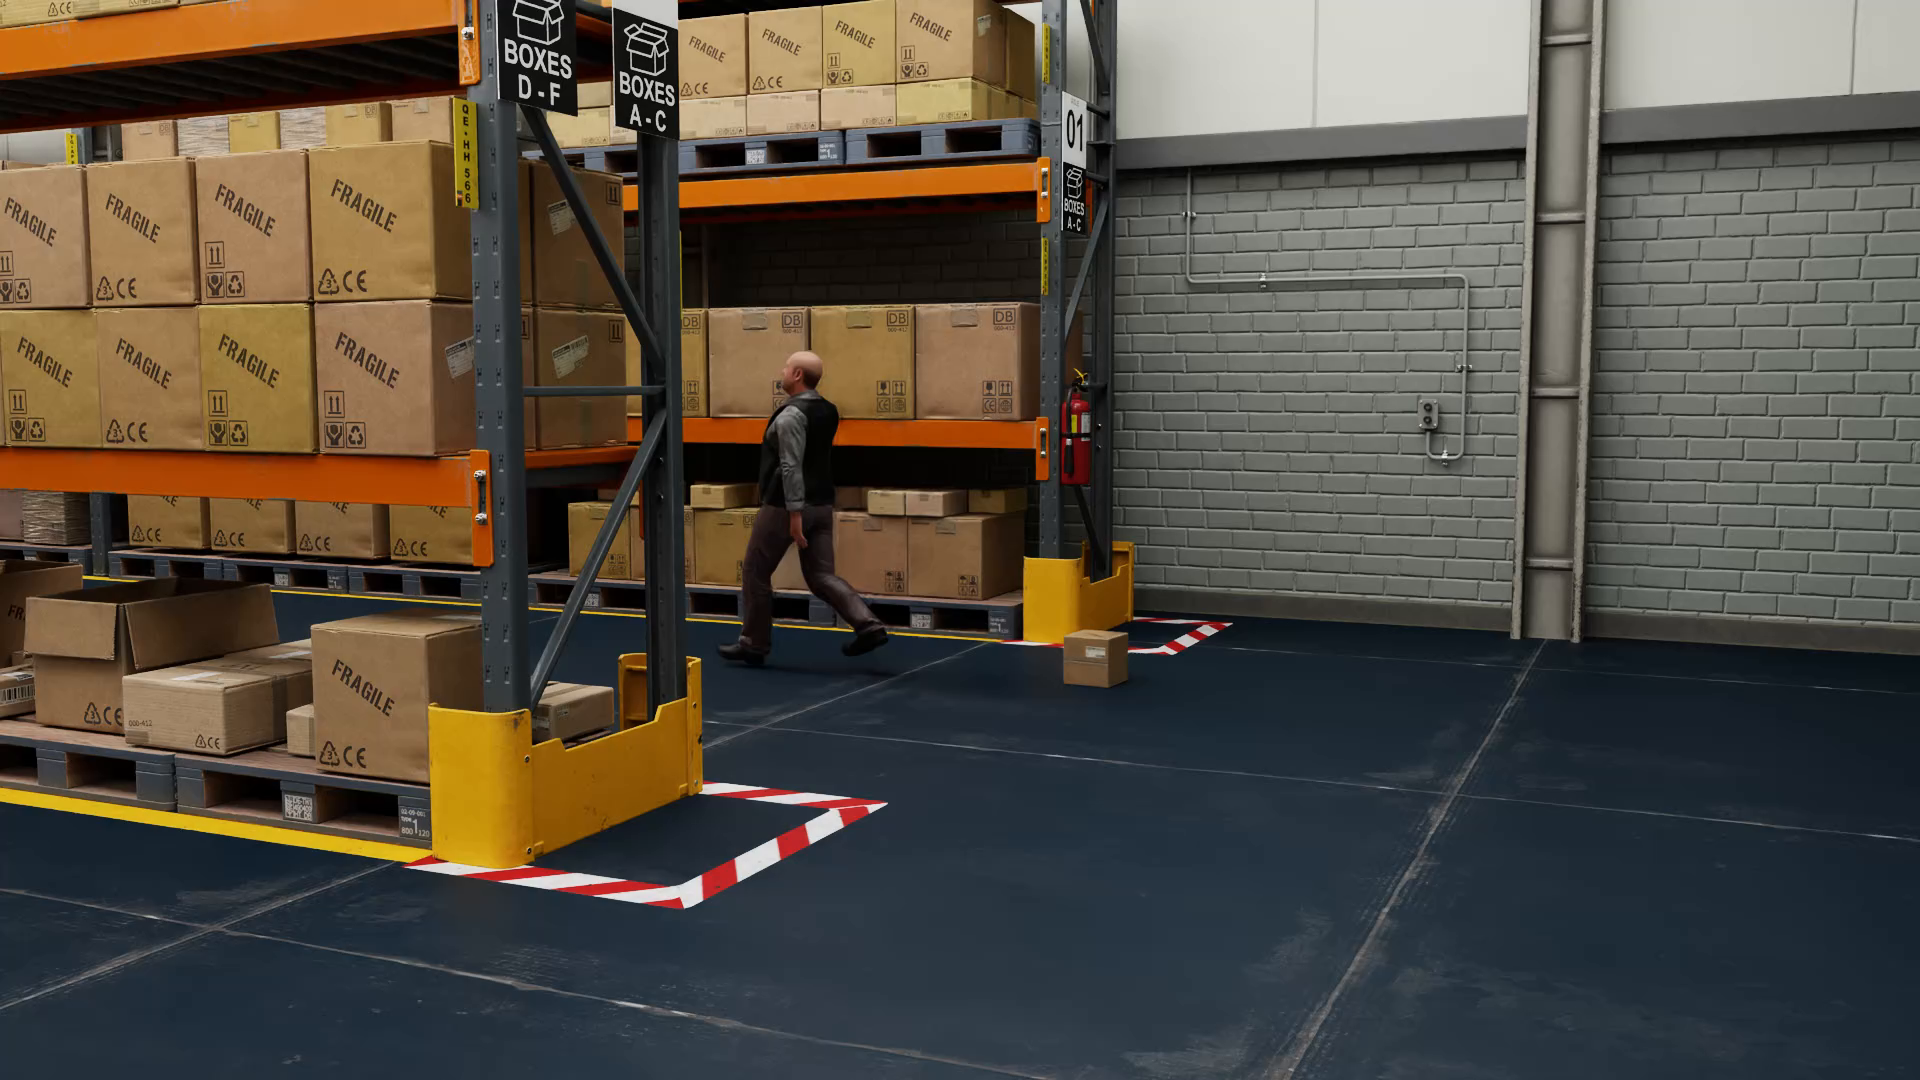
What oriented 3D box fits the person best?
[{"bbox_3d":[-0.852,-0.161,8.848,0.985,1.680,0.537,3,6,30],"label":"person"}]
